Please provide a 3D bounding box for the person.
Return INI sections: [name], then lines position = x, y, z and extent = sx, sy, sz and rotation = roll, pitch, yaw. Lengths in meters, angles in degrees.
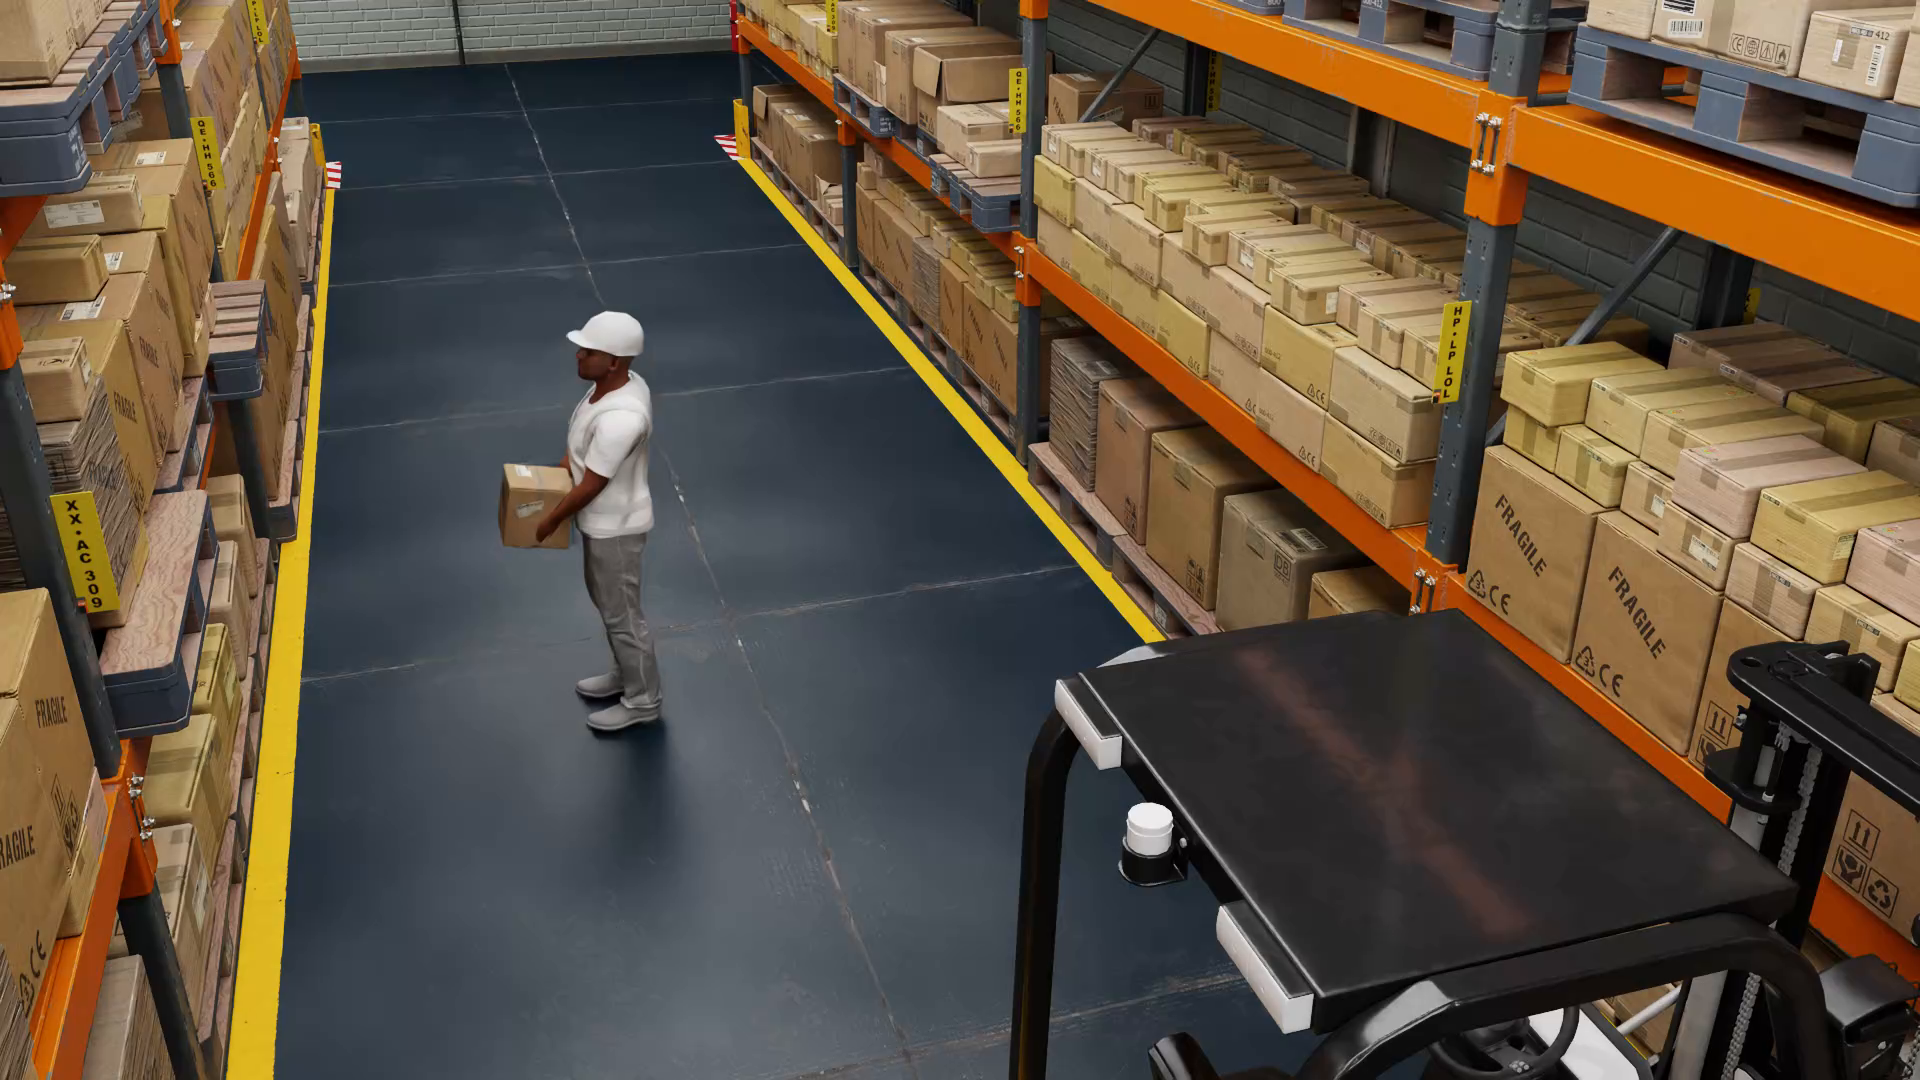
[person]
position = -1.491, -0.067, 6.719
extent = 0.571, 1.770, 0.516
rotation = -6, 27, -12
